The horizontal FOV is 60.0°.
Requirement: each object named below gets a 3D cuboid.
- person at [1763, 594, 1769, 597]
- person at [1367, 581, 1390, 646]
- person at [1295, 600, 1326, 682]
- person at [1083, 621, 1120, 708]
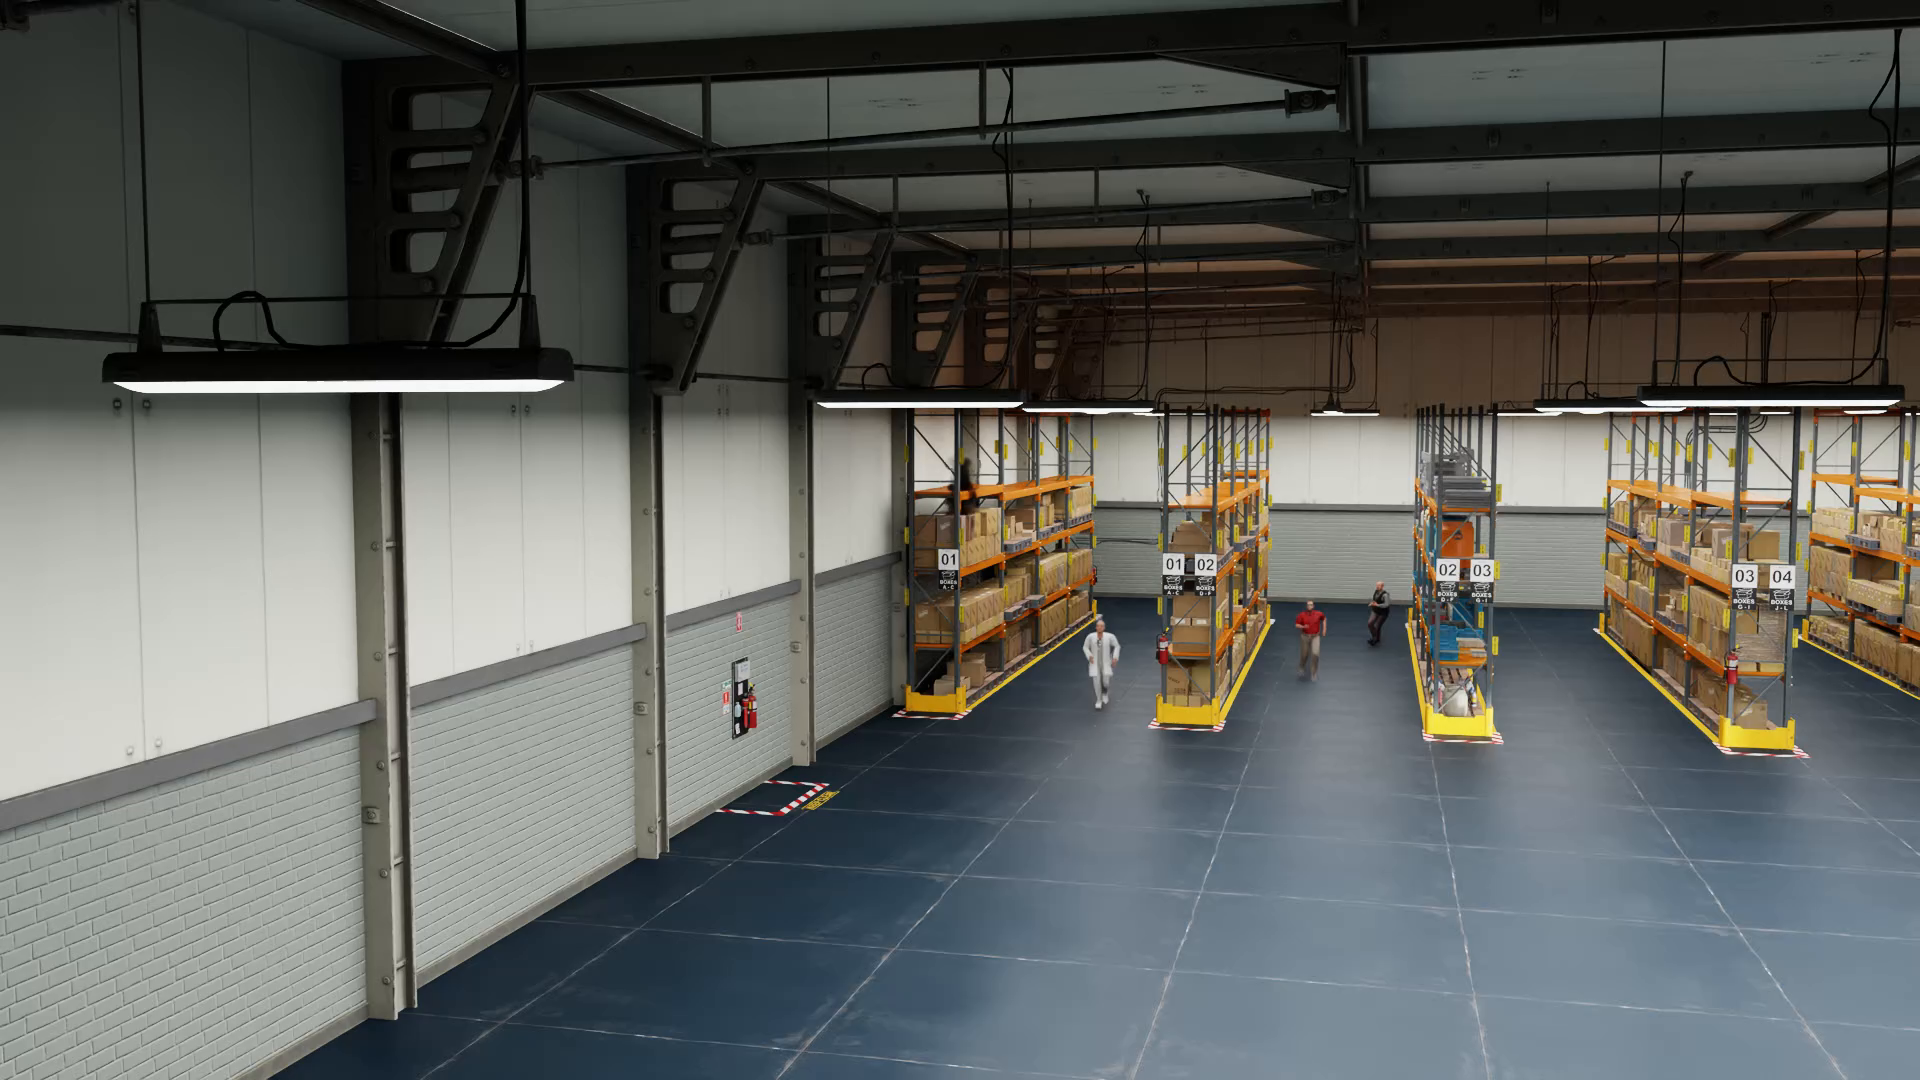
[{"bbox_3d":[21.083,1.734,43.489,0.744,1.714,1.016,1,4,10],"label":"person"},{"bbox_3d":[10.533,1.835,41.860,0.710,1.633,0.779,-4,6,-44],"label":"person"},{"bbox_3d":[7.711,2.242,36.597,0.678,1.715,0.929,1,4,9],"label":"person"},{"bbox_3d":[2.798,2.461,32.933,0.736,1.733,0.654,0,4,3],"label":"person"}]
